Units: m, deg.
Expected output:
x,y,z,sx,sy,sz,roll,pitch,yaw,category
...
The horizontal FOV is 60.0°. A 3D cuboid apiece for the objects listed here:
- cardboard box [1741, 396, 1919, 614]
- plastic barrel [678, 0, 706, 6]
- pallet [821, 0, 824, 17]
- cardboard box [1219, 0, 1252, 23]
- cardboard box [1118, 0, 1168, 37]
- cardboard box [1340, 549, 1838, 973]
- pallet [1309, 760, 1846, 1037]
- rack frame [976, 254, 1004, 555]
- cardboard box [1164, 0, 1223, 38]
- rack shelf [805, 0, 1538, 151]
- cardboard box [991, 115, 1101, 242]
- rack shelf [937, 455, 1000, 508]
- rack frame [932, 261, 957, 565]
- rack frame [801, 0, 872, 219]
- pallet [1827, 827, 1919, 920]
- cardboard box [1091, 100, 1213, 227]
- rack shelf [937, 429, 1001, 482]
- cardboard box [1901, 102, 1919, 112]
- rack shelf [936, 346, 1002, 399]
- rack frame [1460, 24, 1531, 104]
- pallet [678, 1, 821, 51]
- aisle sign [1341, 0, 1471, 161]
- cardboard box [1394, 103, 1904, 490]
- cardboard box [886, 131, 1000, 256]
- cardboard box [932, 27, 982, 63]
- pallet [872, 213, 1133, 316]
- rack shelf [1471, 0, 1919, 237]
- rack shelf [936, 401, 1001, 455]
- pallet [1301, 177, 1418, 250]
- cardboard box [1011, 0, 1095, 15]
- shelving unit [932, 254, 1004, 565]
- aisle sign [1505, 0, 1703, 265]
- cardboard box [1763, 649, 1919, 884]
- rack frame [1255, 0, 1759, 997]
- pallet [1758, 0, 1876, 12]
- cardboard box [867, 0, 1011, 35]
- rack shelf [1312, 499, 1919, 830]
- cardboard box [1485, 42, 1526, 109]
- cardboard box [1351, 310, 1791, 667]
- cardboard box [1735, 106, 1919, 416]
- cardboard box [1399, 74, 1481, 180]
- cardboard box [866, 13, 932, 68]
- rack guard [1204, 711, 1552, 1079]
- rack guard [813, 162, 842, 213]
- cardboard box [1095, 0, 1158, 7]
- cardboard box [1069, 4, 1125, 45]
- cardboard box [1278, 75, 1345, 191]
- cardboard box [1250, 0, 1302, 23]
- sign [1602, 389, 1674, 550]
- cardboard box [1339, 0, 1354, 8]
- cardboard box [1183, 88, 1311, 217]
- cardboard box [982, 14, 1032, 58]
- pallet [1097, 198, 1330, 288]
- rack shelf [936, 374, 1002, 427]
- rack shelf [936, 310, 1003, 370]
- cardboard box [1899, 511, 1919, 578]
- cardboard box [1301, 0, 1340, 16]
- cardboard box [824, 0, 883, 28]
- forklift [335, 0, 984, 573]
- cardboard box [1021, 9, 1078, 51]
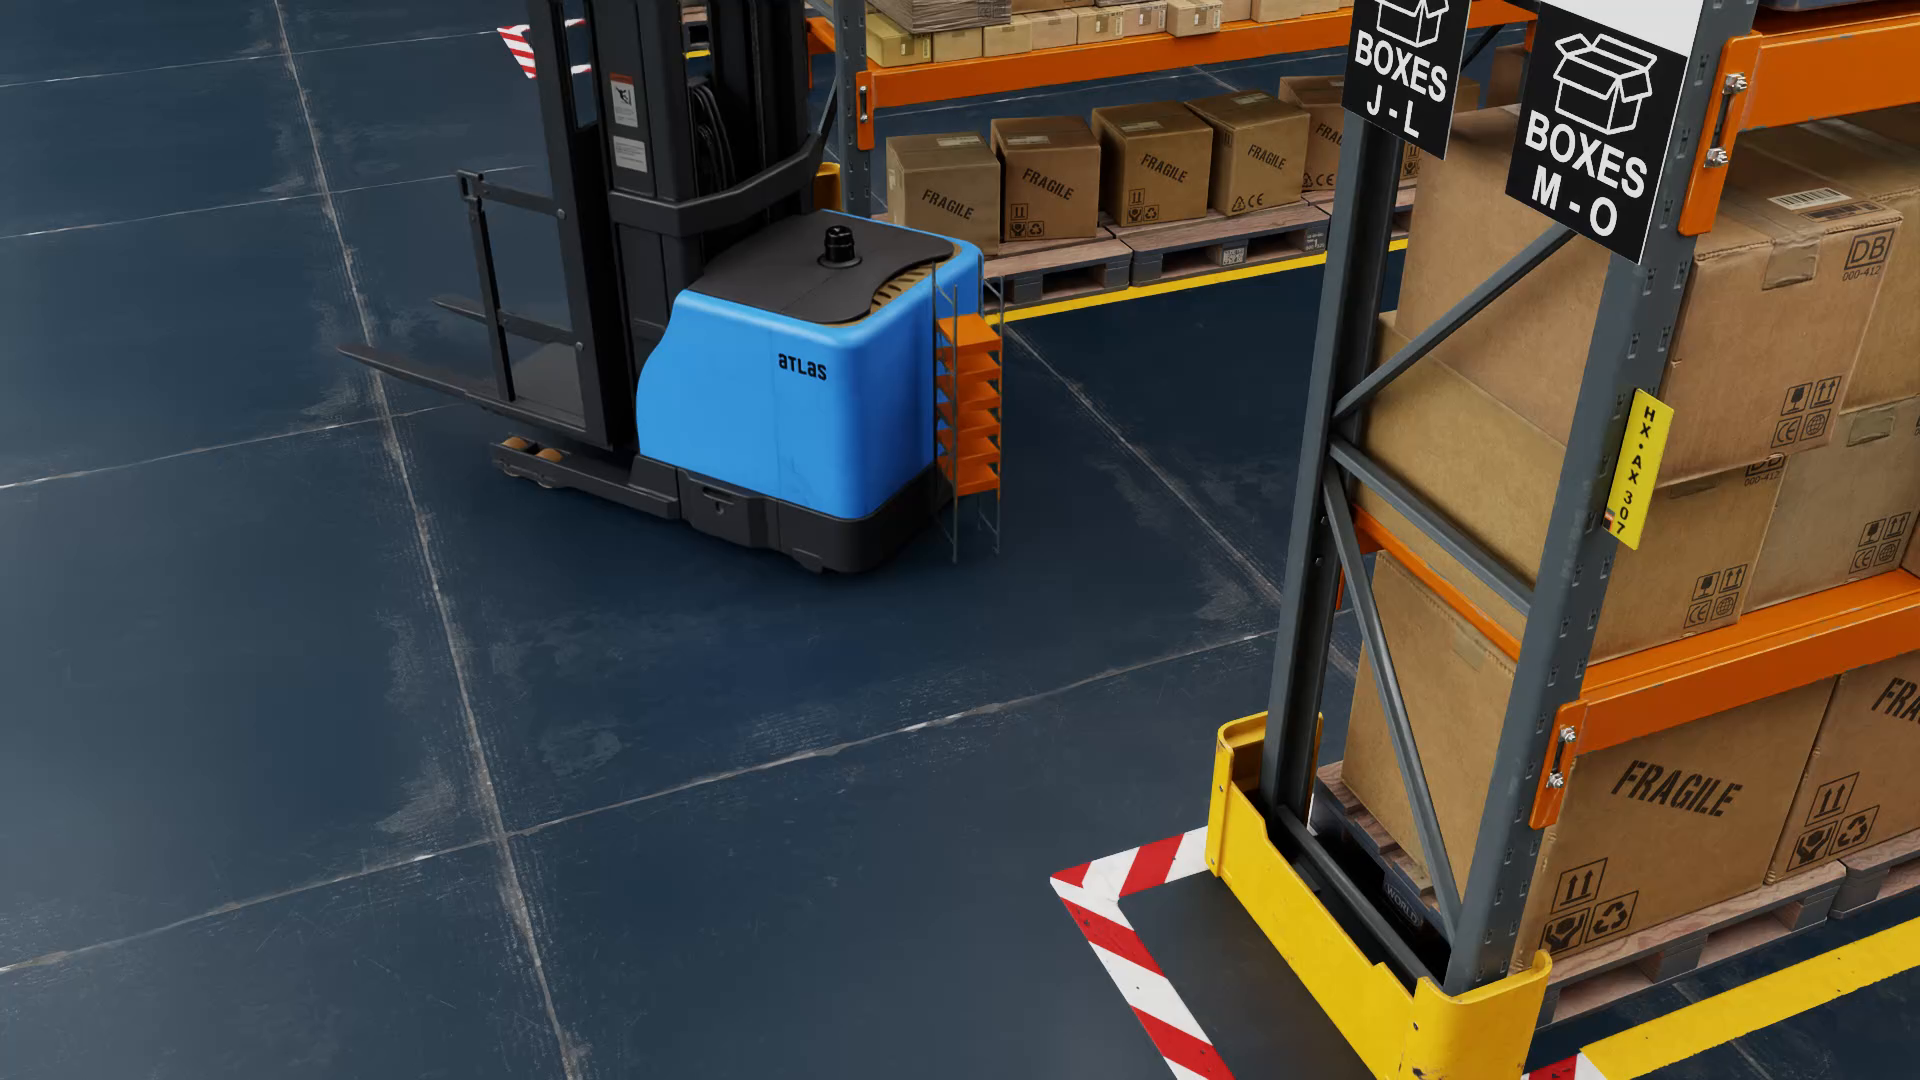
x,y,z,sx,sy,sz,roll,pitch,yaw,category
1.977,-0.315,4.346,0.550,0.550,0.875,-13,35,-19,cardboard box
-2.014,-4.341,12.567,0.421,0.512,0.421,0,33,0,plastic barrel
-0.665,-4.325,13.204,1.213,0.211,1.003,-13,35,-19,pallet
1.281,-2.762,8.475,0.250,0.149,0.380,-13,35,-19,cardboard box
0.831,-2.642,8.290,0.250,0.149,0.380,-13,35,-19,cardboard box
1.753,0.514,4.773,0.875,0.875,0.875,-13,35,-19,cardboard box
1.860,0.937,5.117,1.213,0.211,1.003,-13,35,-19,pallet
0.113,-0.502,6.422,0.006,1.200,0.240,-12,35,-18,rack frame
1.102,-2.642,8.291,0.250,0.149,0.380,-13,35,-19,cardboard box
1.171,-2.660,8.748,4.000,0.370,1.077,-13,35,-19,rack shelf
0.447,-1.935,8.880,0.500,0.500,0.500,-4,33,-6,cardboard box
0.027,-0.246,6.549,0.180,0.103,0.258,-12,35,-18,rack shelf
-0.058,-0.466,6.366,0.006,1.200,0.240,-12,35,-18,rack frame
-0.674,-2.539,7.903,0.127,3.000,1.000,-13,35,-19,rack frame
2.984,0.681,5.510,1.213,0.211,1.003,-13,35,-19,pallet
1.031,-2.057,9.068,0.500,0.500,0.500,-10,34,-14,cardboard box
0.027,-0.346,6.484,0.180,0.103,0.258,-12,35,-18,rack shelf
2.551,-0.811,4.118,0.550,0.550,0.875,-13,35,-19,cardboard box
0.028,-0.648,6.287,0.180,0.103,0.258,-12,35,-18,rack shelf
3.015,-3.384,9.200,0.127,3.000,1.000,-13,35,-19,rack frame
-1.788,-4.070,12.811,1.213,0.211,1.003,-13,35,-19,pallet
0.972,-1.250,3.536,0.004,0.787,0.394,-13,35,-19,aisle sign
1.511,-0.598,3.792,0.550,0.550,0.875,-13,35,-19,cardboard box
-0.091,-1.791,8.659,0.500,0.500,0.500,-7,34,-10,cardboard box
-0.081,-2.418,7.946,0.250,0.149,0.380,-13,35,-19,cardboard box
0.159,-1.540,8.924,1.213,0.211,1.003,-13,35,-19,pallet
2.997,-1.402,4.064,4.000,0.370,1.077,-13,35,-19,rack shelf
0.027,-0.447,6.418,0.180,0.103,0.258,-12,35,-18,rack shelf
2.409,-2.056,9.716,1.213,0.211,1.003,-13,35,-19,pallet
0.259,-2.974,8.206,0.500,0.500,0.875,-13,35,-19,cardboard box
0.028,-0.484,6.394,0.189,1.200,0.258,-12,35,-18,shelving unit
1.204,-0.948,3.073,0.004,0.787,0.394,-13,35,-19,aisle sign
2.564,0.327,5.060,0.875,0.875,0.875,-13,35,-20,cardboard box
1.153,-0.024,4.036,0.127,3.000,1.000,-13,35,-19,rack frame
1.833,-1.406,3.491,1.213,0.211,1.003,-13,35,-19,pallet
-0.156,-2.808,7.951,0.500,0.500,0.875,-13,35,-19,cardboard box
2.997,-0.145,4.882,4.000,0.370,1.077,-13,35,-19,rack shelf
3.589,-2.639,9.945,0.500,0.500,0.700,-16,36,-23,cardboard box
1.478,-0.188,4.151,0.550,0.550,0.875,-13,35,-19,cardboard box
1.982,-0.761,4.041,0.550,0.550,0.875,-13,35,-19,cardboard box
2.630,-2.448,9.669,0.500,0.500,0.500,-14,36,-20,cardboard box
-0.318,-2.374,7.879,0.250,0.149,0.380,-13,35,-19,cardboard box
1.131,1.029,4.710,0.348,0.500,1.175,-13,35,-19,rack guard
-0.603,-1.508,8.609,0.348,0.500,1.175,-13,35,-19,rack guard
0.737,-3.058,8.335,0.500,0.500,0.875,-13,35,-19,cardboard box
0.611,-2.575,8.188,0.250,0.149,0.380,-13,35,-19,cardboard box
2.105,-2.323,9.477,0.500,0.500,0.500,-2,33,-4,cardboard box
1.541,-2.776,8.497,0.250,0.149,0.380,-13,35,-19,cardboard box
1.363,-0.140,3.348,0.005,0.325,0.100,-13,35,-19,sign
1.973,-2.920,8.717,0.250,0.149,0.380,-13,35,-19,cardboard box
1.563,-2.153,9.215,0.500,0.500,0.500,-16,36,-23,cardboard box
0.156,-2.463,8.015,0.250,0.149,0.380,-13,35,-19,cardboard box
1.282,-1.796,9.317,1.213,0.211,1.003,-13,35,-19,pallet
0.028,-0.548,6.353,0.180,0.103,0.258,-12,35,-18,rack shelf
0.028,-0.749,6.222,0.180,0.103,0.258,-12,35,-18,rack shelf
2.542,-0.370,4.431,0.550,0.550,0.875,-13,35,-19,cardboard box
1.758,-2.846,8.605,0.250,0.149,0.380,-13,35,-19,cardboard box
-0.491,-2.598,8.223,0.250,0.149,0.380,-13,35,-19,cardboard box
-1.426,-1.679,6.642,3.031,2.935,1.130,18,37,25,forklift
0.378,-2.526,8.112,0.250,0.149,0.380,-13,35,-19,cardboard box
